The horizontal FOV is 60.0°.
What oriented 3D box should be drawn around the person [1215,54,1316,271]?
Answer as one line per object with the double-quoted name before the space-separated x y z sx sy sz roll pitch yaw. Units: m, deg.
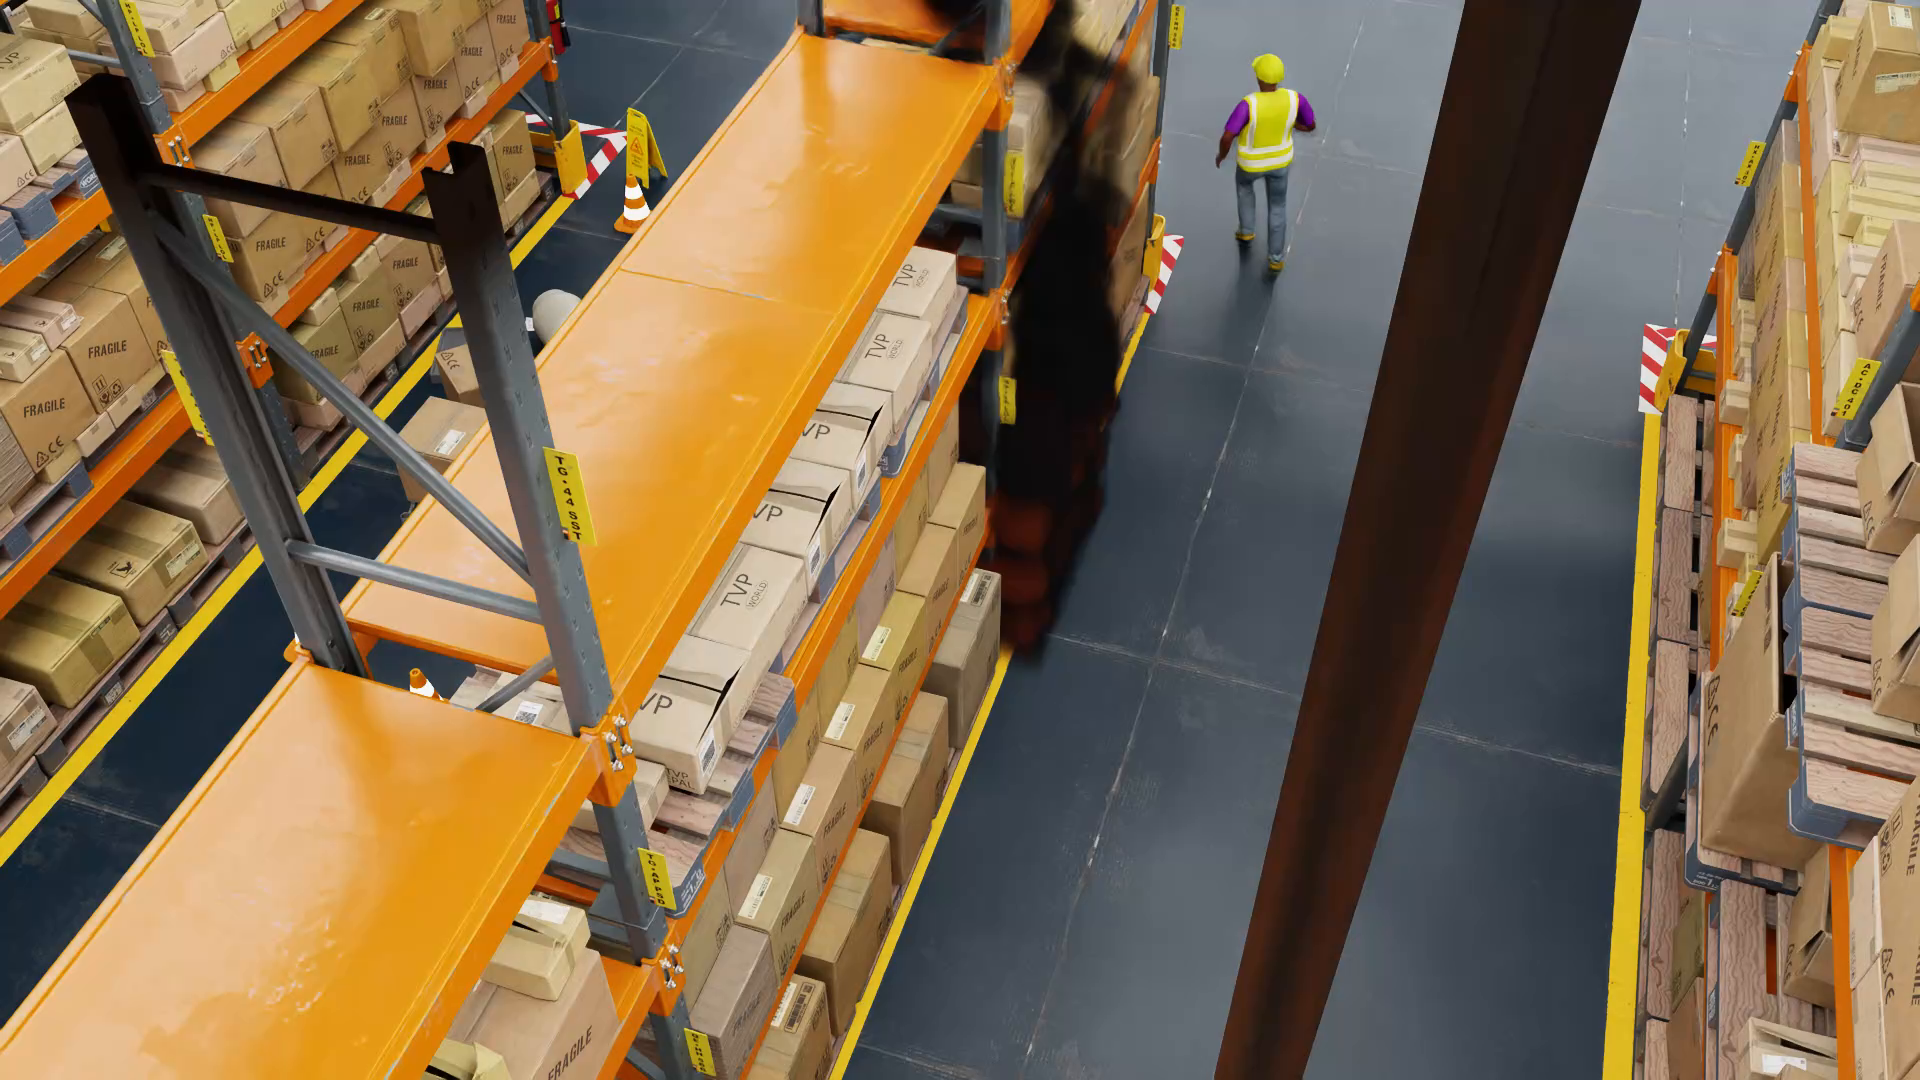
"person" 2.307 -2.910 12.774 0.759 1.783 0.696 -2 46 -2
